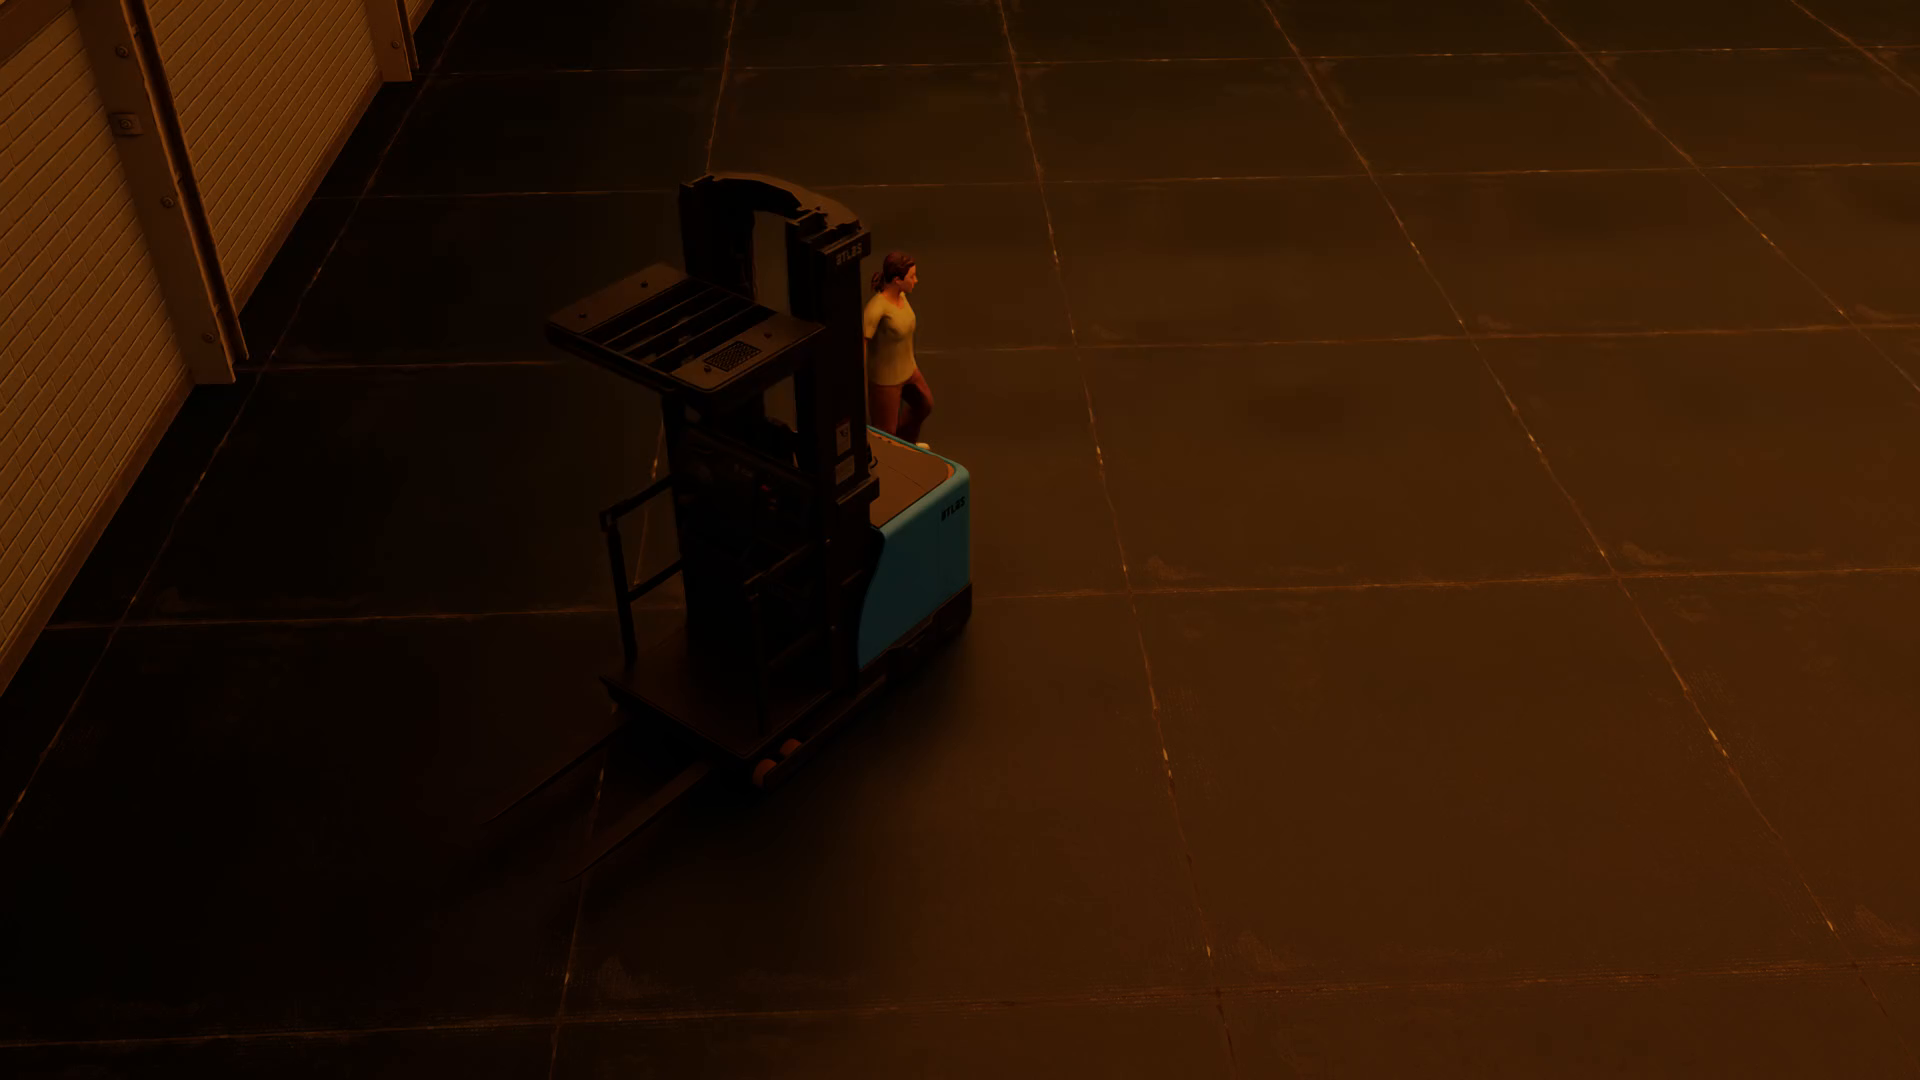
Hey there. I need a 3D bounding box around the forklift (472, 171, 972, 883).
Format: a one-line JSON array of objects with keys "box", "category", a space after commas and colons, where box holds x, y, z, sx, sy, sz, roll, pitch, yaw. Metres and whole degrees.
[{"box": [-1.227, -0.203, 8.290, 1.130, 2.935, 3.031, 24, 43, 30], "category": "forklift"}]

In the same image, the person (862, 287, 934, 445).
[{"box": [-0.479, -1.030, 10.713, 0.456, 1.328, 0.575, 19, 40, 24], "category": "person"}]
